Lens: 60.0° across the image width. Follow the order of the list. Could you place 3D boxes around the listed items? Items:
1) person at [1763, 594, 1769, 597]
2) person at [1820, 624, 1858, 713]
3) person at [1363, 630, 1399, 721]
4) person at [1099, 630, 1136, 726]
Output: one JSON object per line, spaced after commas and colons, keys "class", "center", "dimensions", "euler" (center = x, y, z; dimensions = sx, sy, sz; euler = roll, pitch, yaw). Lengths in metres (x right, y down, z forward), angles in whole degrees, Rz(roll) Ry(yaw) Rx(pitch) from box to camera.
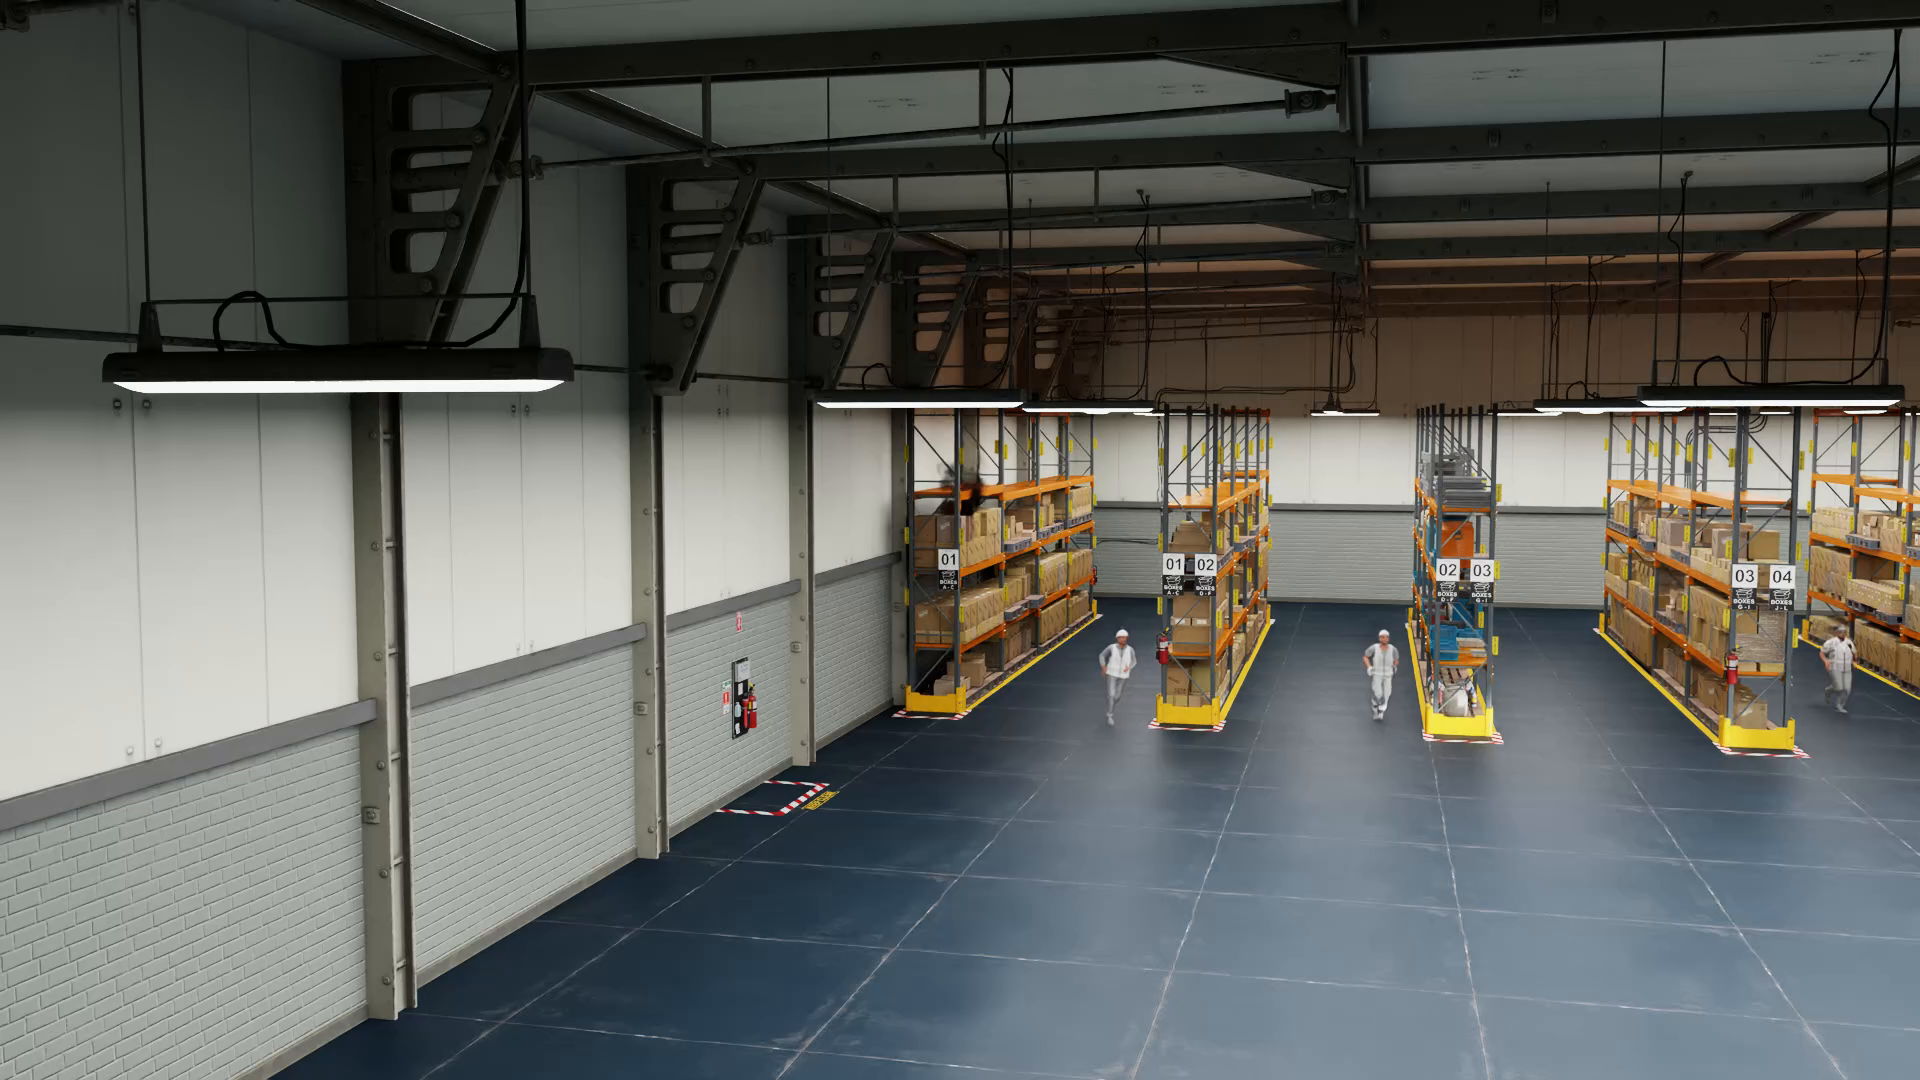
{"class": "person", "center": [21.568, 1.700, 44.308], "dimensions": [0.555, 1.596, 0.730], "euler": [-3, 5, -32]}
{"class": "person", "center": [17.184, 2.500, 32.459], "dimensions": [0.678, 1.730, 0.591], "euler": [0, 4, 4]}
{"class": "person", "center": [7.935, 2.559, 31.222], "dimensions": [0.633, 1.740, 0.619], "euler": [0, 4, 2]}
{"class": "person", "center": [2.985, 2.559, 31.371], "dimensions": [0.693, 1.749, 0.874], "euler": [-1, 4, -8]}
